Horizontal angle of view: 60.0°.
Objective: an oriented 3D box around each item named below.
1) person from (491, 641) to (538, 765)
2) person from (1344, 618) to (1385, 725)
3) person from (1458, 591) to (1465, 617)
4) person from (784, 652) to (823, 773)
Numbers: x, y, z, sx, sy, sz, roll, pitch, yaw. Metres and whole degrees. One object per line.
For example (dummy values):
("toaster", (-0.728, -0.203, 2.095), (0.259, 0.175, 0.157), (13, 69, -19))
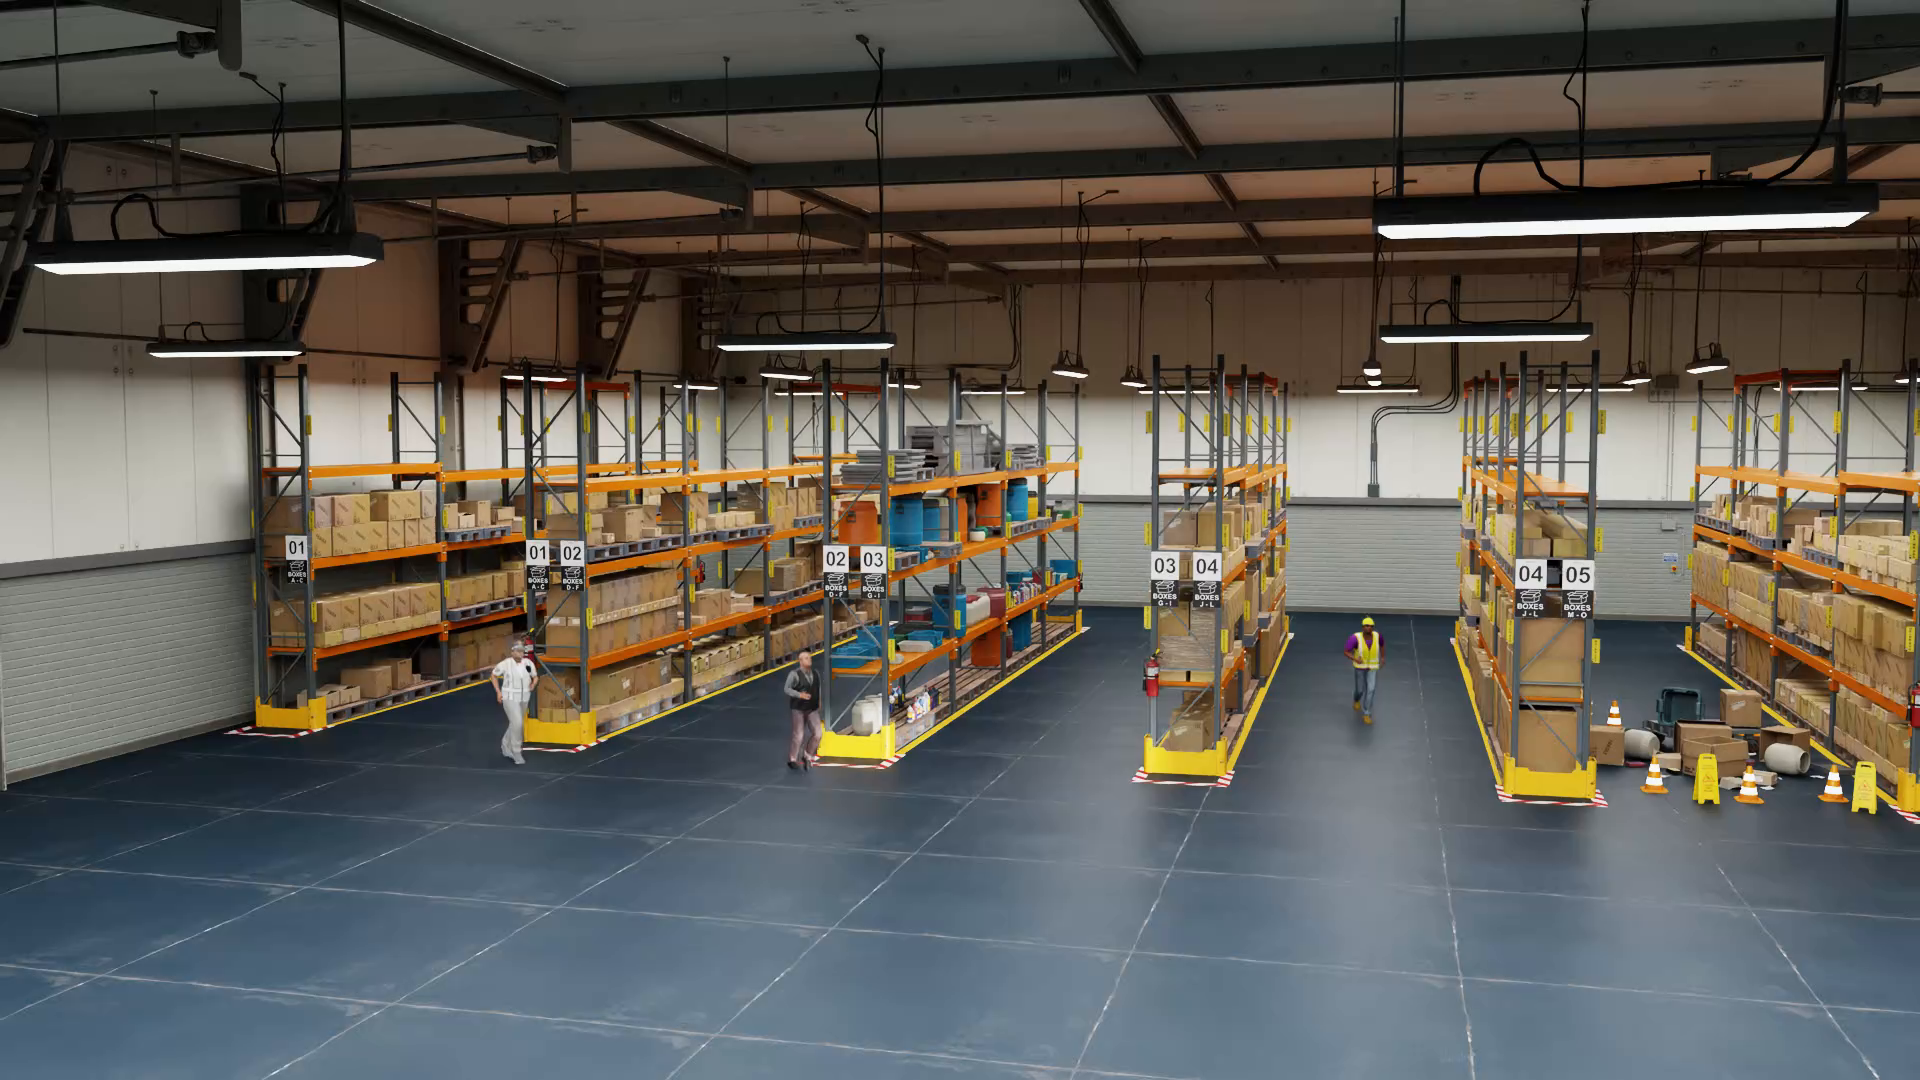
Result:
("person", (-6.624, 2.390, 24.900), (0.651, 1.804, 0.825), (-4, 5, -44))
("person", (6.871, 2.182, 28.216), (0.725, 1.753, 1.012), (0, 4, 1))
("person", (12.077, 1.426, 39.156), (0.649, 1.754, 0.689), (-1, 4, -9))
("person", (-2.218, 2.494, 24.047), (0.674, 1.746, 0.628), (-3, 5, -33))
